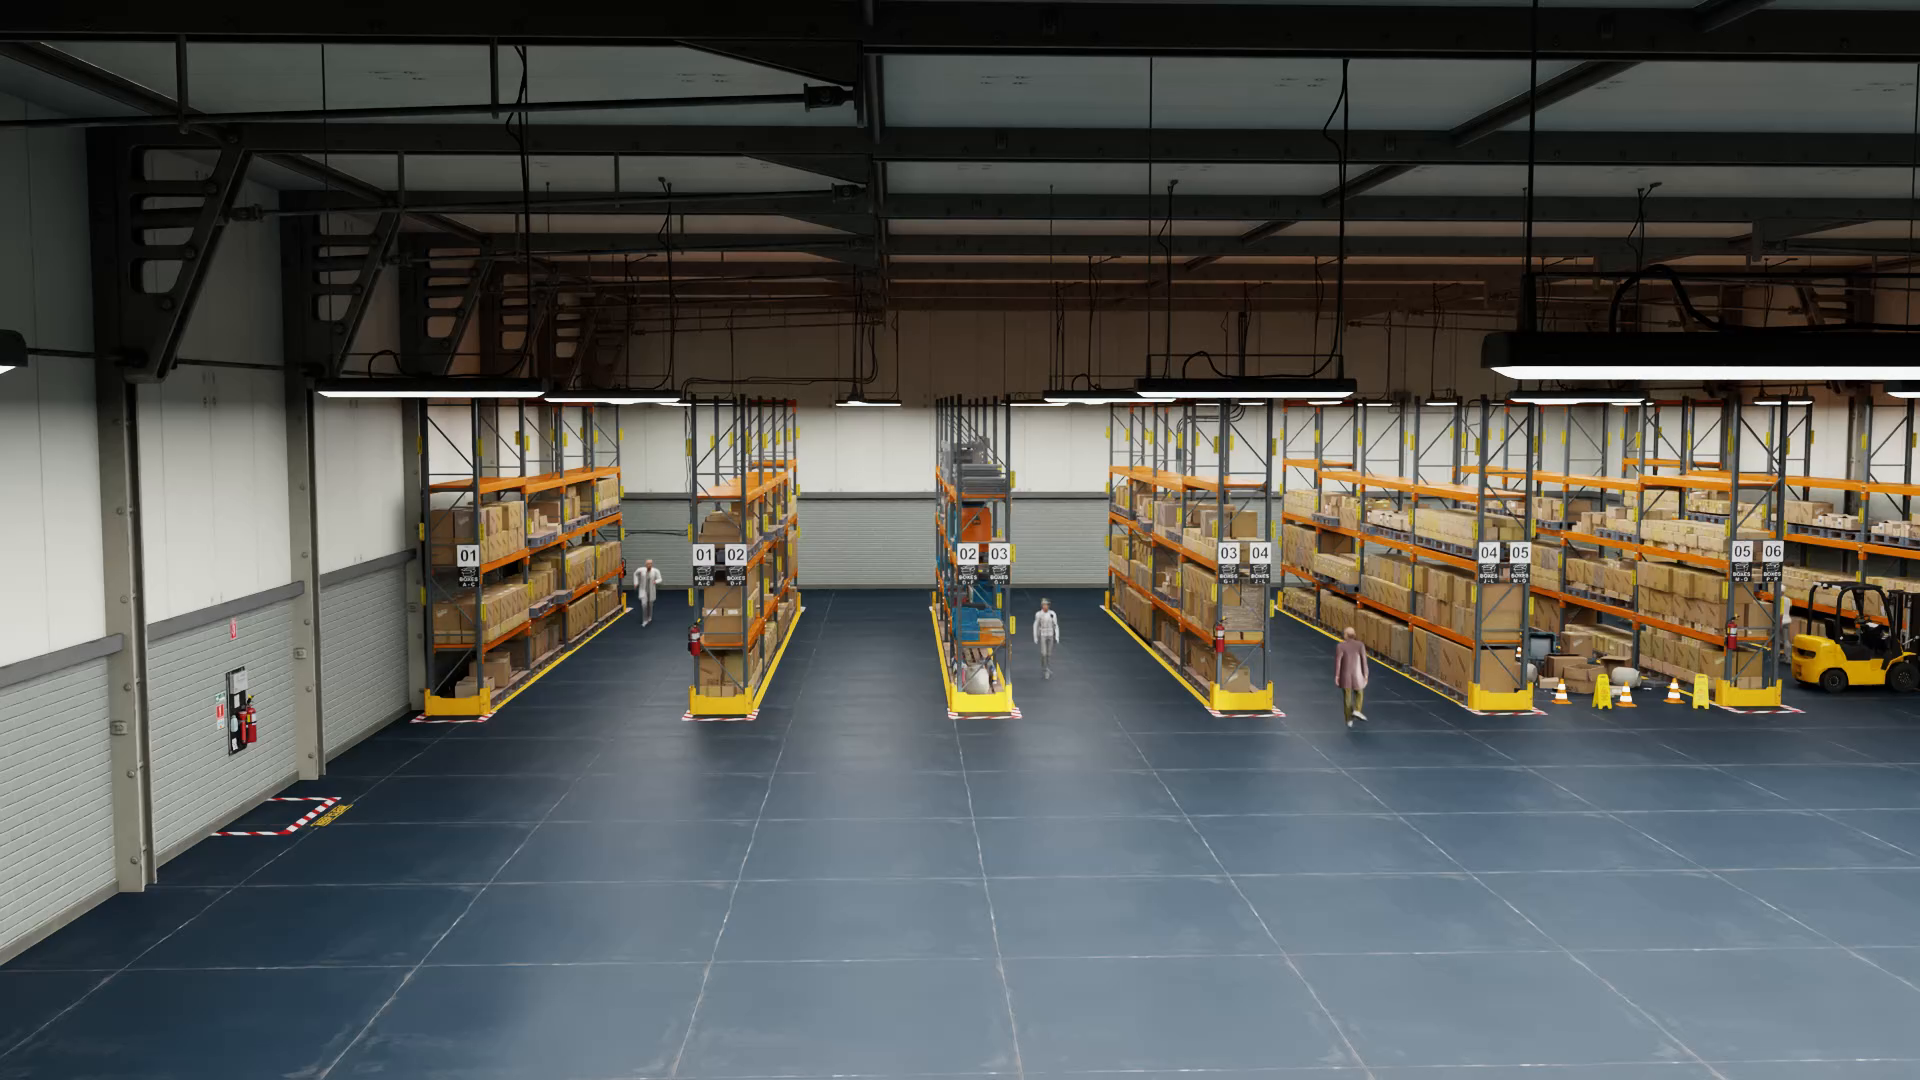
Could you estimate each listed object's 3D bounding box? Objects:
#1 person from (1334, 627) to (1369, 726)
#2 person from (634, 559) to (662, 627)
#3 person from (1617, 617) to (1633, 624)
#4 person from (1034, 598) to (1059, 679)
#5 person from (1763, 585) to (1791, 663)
[{"bbox_3d":[7.076,2.462,30.085,0.619,1.769,0.555,1,5,11],"label":"person"},{"bbox_3d":[-8.296,1.436,44.211,0.726,1.685,1.031,-1,5,-14],"label":"person"},{"bbox_3d":[17.750,1.332,44.290,0.546,1.766,0.500,-3,5,-31],"label":"person"},{"bbox_3d":[1.856,2.117,35.613,0.512,1.758,0.628,-1,5,-14],"label":"person"},{"bbox_3d":[18.548,1.917,37.486,0.536,1.804,0.604,-1,5,-15],"label":"person"}]
